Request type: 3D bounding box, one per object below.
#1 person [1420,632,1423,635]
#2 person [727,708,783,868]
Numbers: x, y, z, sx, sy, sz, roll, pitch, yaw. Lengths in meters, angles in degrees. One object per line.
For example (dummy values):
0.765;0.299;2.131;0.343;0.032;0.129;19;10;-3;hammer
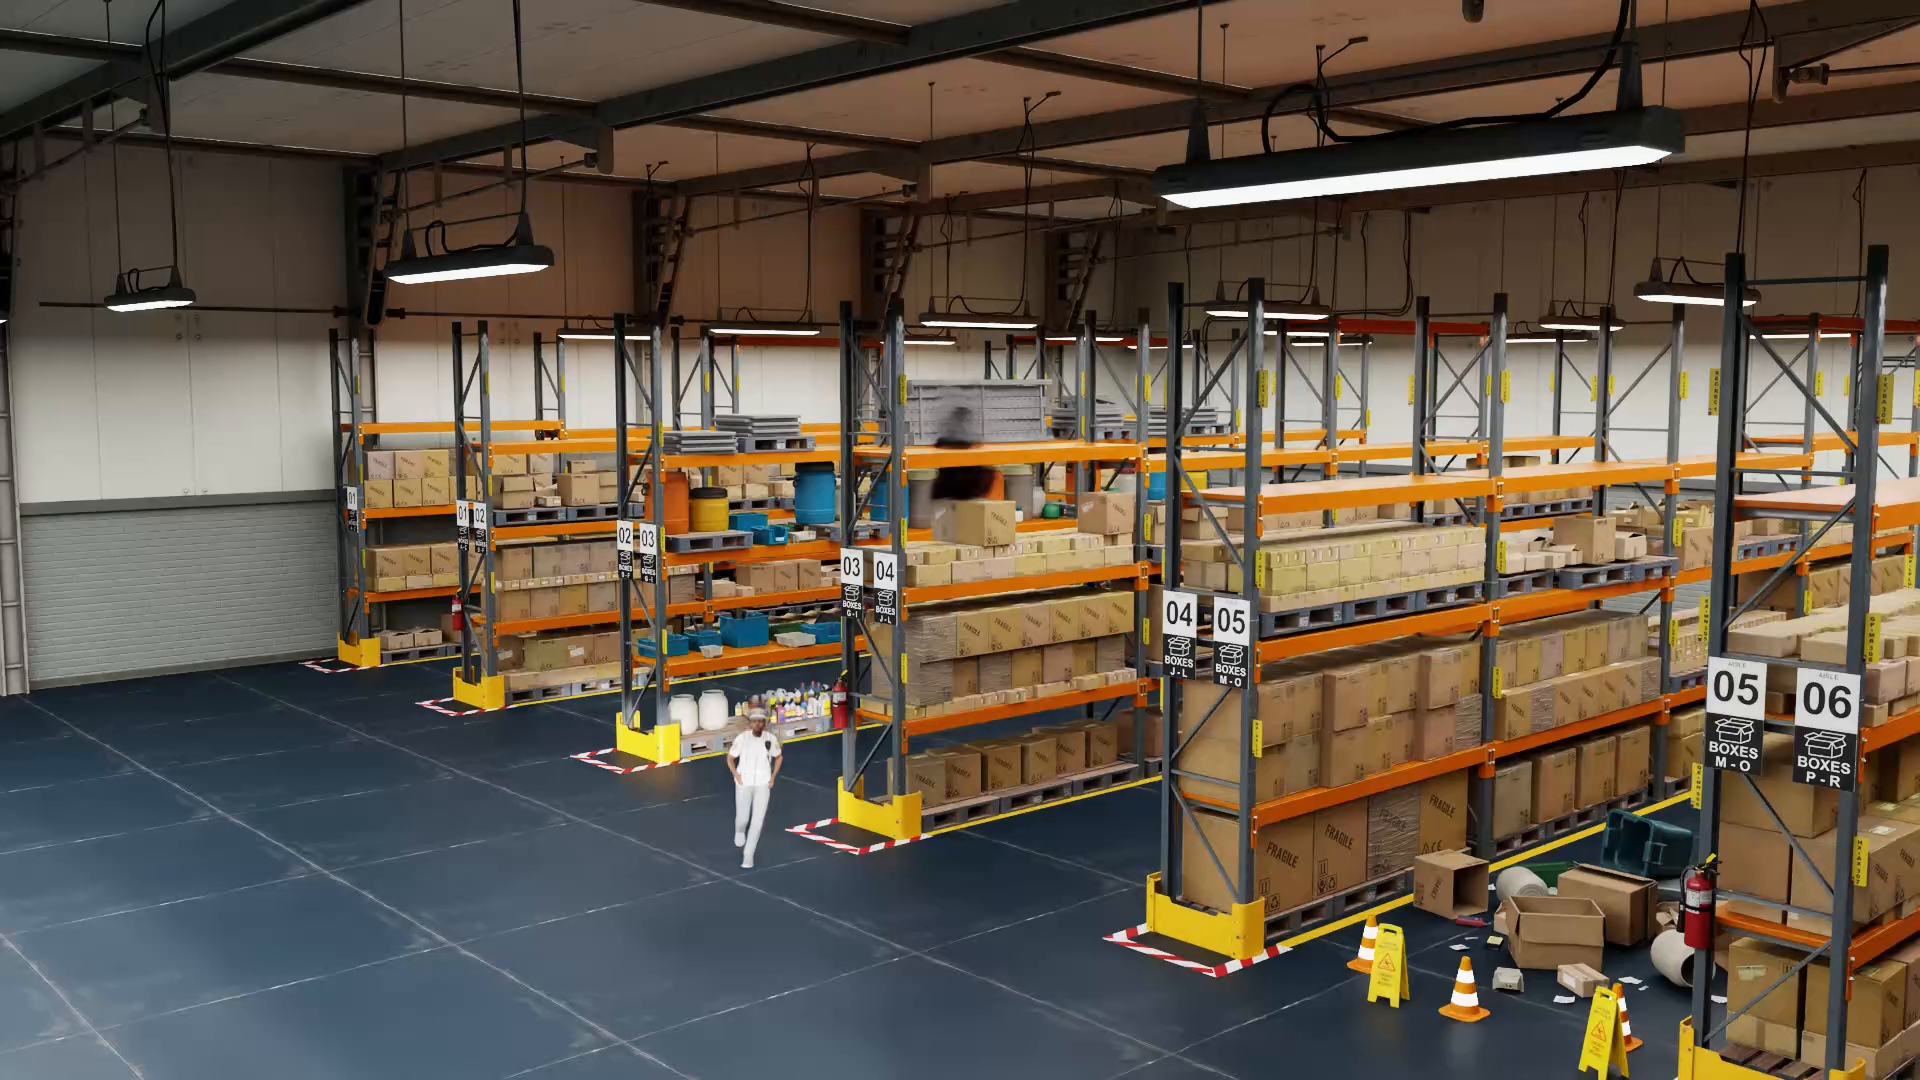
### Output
6.322;2.020;23.086;0.826;1.838;0.686;-5;8;-44;person
-2.184;2.594;17.755;0.601;1.671;0.715;-1;6;-8;person
